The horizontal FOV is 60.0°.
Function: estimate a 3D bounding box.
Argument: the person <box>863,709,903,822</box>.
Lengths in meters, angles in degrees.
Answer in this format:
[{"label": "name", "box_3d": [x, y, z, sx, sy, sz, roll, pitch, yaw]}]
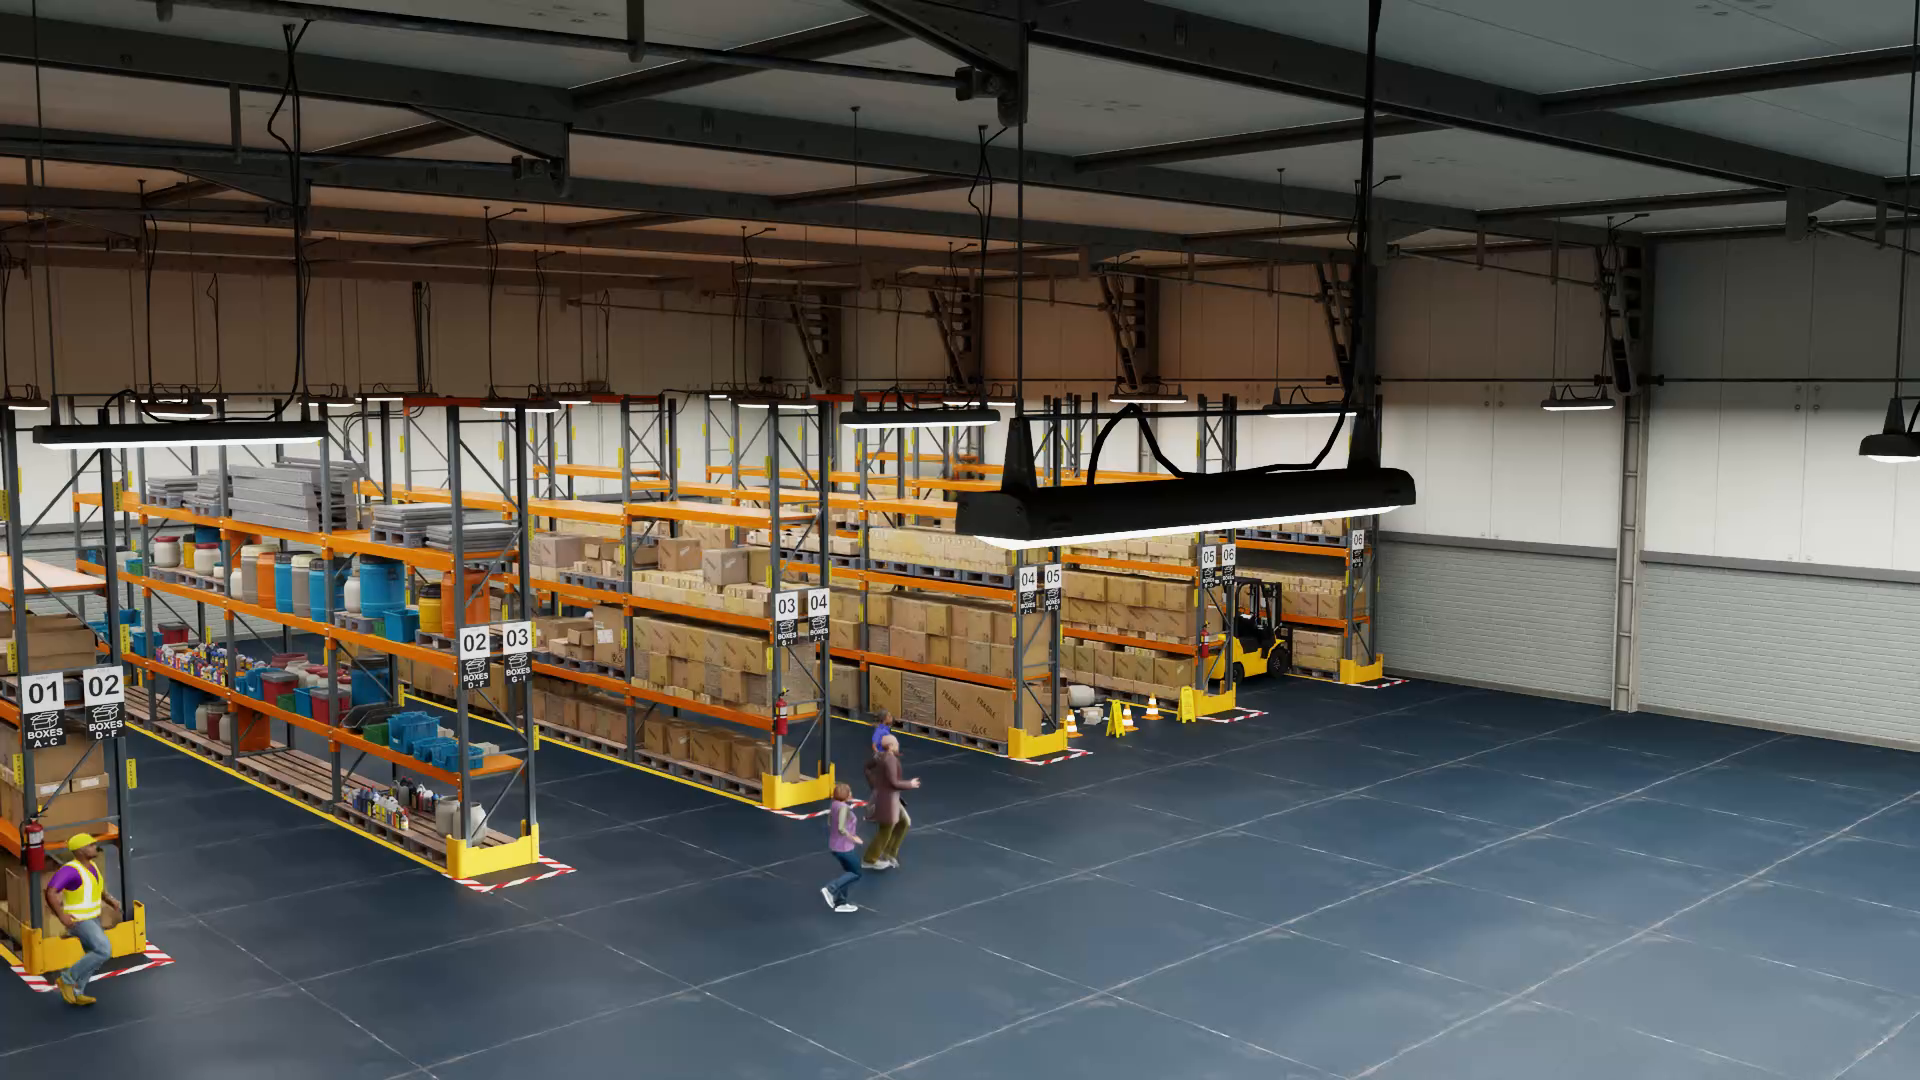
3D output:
[{"label": "person", "box_3d": [-1.092, 3.272, 23.750, 0.567, 1.522, 0.559, -1, 6, -13]}]

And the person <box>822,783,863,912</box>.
[{"label": "person", "box_3d": [-1.417, 3.658, 19.724, 0.532, 1.540, 0.523, -2, 6, -24]}]

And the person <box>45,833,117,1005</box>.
[{"label": "person", "box_3d": [-8.897, 3.844, 16.943, 0.535, 1.709, 0.742, -1, 6, -10]}]

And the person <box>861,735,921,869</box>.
[{"label": "person", "box_3d": [-0.895, 3.398, 21.396, 0.786, 1.813, 0.691, -1, 6, -11]}]

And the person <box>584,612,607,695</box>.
[{"label": "person", "box_3d": [-7.202, 2.282, 32.525, 0.691, 1.776, 0.944, -5, 8, -45]}]
